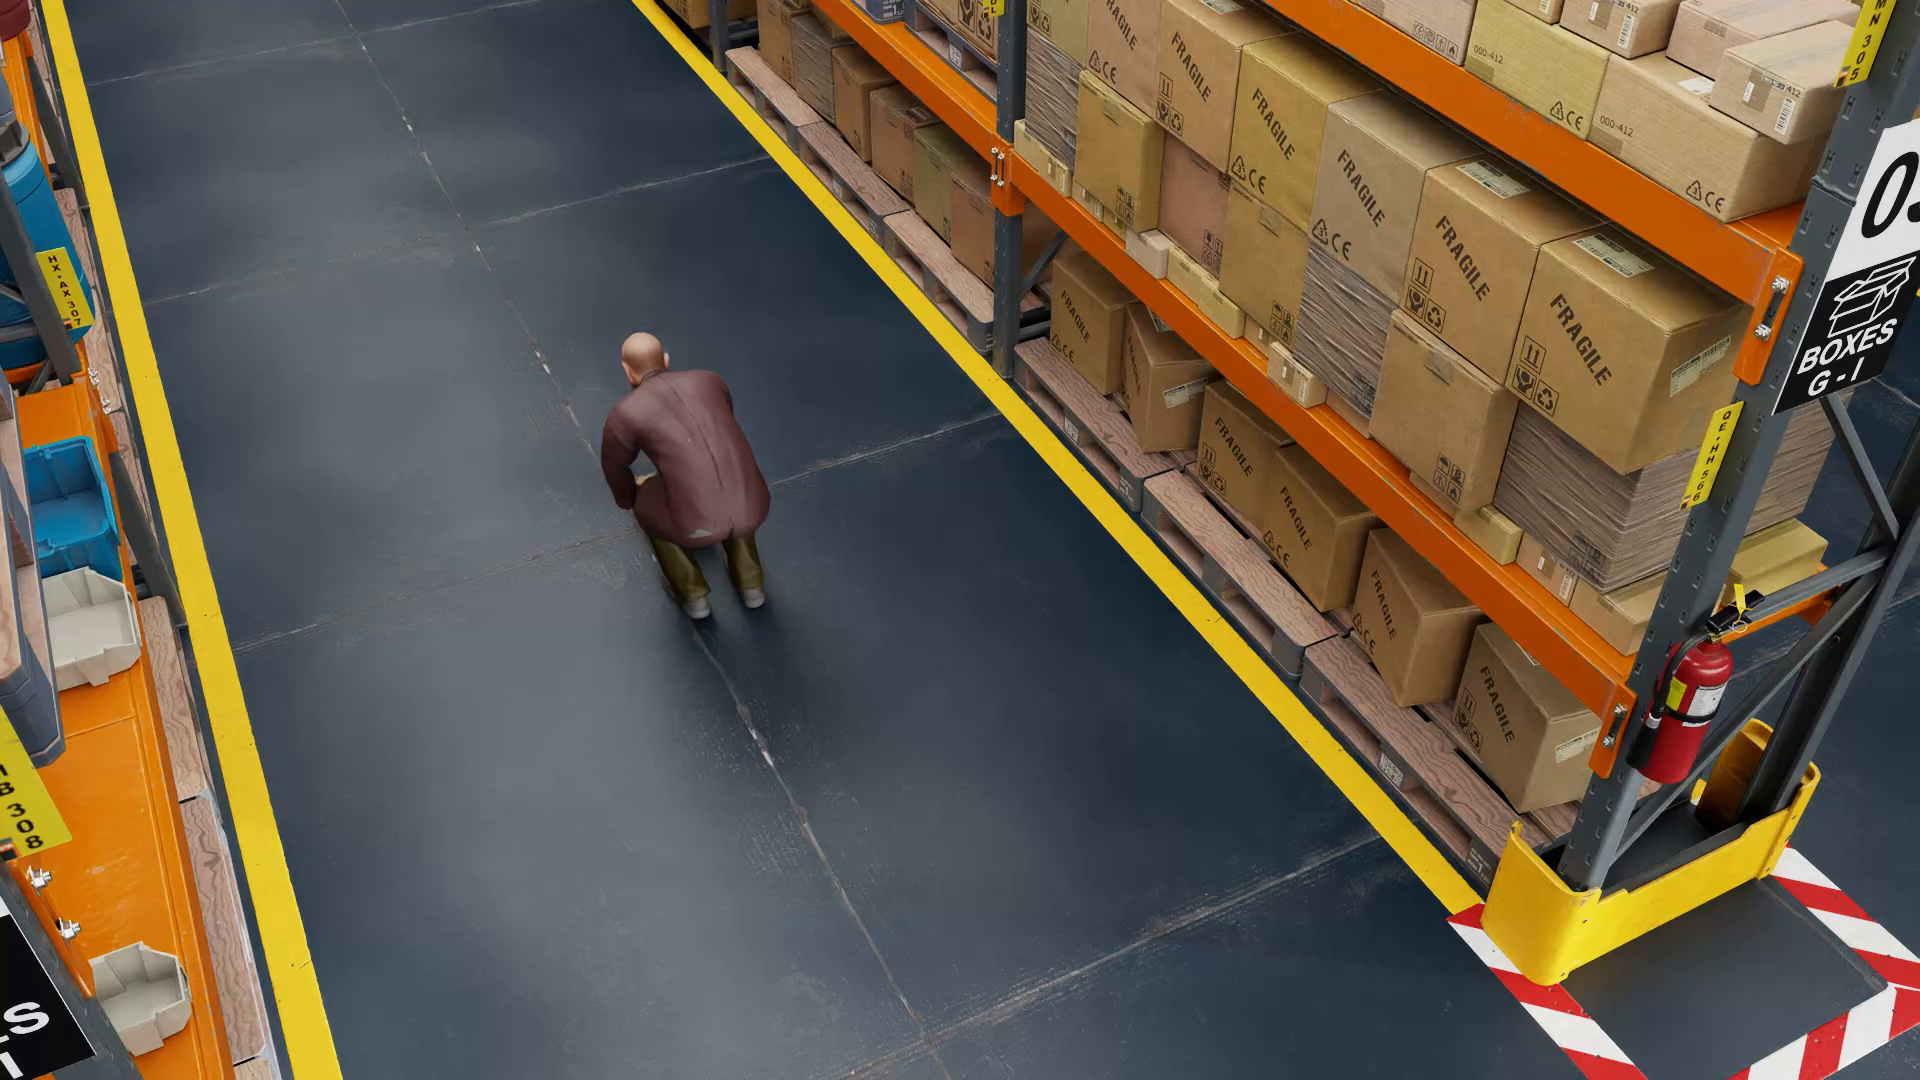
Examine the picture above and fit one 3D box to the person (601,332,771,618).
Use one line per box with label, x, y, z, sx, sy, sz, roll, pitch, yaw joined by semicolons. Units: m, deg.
person;-1.132;-0.238;6.948;0.620;1.125;0.852;-19;44;-21
